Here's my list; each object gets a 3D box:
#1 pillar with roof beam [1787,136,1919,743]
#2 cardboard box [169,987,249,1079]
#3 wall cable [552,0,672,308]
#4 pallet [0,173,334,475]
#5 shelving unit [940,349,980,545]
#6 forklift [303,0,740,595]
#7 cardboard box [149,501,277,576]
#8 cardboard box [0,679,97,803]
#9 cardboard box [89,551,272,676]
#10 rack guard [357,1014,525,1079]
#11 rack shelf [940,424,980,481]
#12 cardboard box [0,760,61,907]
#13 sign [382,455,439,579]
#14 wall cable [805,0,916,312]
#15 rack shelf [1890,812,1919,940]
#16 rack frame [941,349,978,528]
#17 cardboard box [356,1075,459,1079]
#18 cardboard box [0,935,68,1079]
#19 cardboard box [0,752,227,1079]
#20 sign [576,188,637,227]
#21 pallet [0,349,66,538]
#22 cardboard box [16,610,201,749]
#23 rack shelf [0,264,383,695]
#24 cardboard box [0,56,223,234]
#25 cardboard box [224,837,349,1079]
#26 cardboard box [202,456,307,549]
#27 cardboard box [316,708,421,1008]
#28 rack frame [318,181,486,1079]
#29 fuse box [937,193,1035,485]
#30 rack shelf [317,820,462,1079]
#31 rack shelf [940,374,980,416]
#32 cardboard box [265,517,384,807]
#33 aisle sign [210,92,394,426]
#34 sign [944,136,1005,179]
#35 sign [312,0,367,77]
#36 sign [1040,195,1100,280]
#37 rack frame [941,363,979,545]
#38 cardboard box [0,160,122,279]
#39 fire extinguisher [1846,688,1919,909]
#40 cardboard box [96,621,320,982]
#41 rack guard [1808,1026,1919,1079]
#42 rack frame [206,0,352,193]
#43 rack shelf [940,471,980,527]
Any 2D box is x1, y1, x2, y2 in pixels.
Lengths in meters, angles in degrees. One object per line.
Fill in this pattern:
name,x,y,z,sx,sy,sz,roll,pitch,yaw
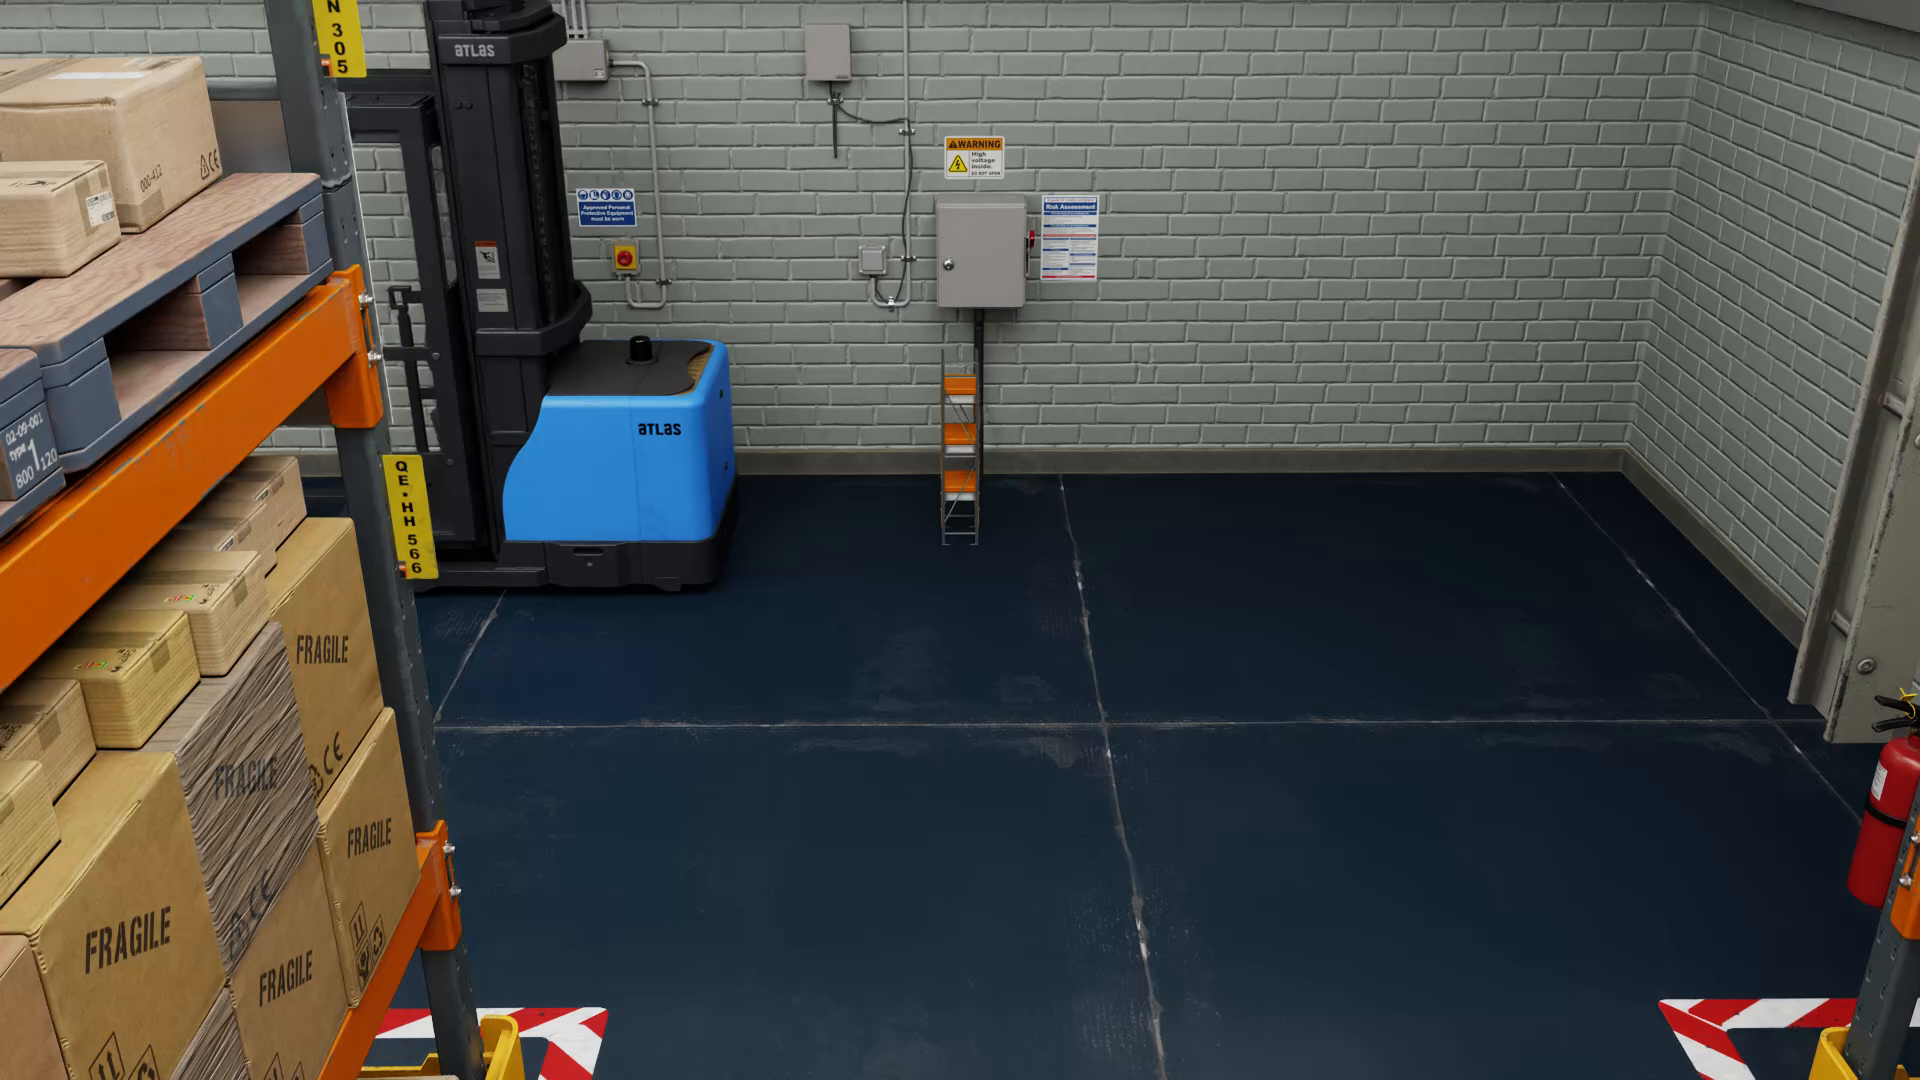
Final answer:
pillar with roof beam,-0.348,-3.274,5.570,9.100,9.000,0.400,0,24,-1
cardboard box,-1.603,1.149,2.947,0.500,0.500,0.500,0,24,1
wall cable,-1.964,-2.222,9.252,0.585,1.953,0.123,0,24,-1
pallet,-1.860,-0.442,3.055,1.003,0.211,1.213,0,24,-1
shelving unit,-0.001,-0.500,9.082,0.215,1.050,0.252,0,24,-1
forklift,-2.766,-1.261,8.482,3.031,2.935,1.130,0,24,0
cardboard box,-1.648,0.033,3.414,0.380,0.149,0.250,0,24,0
cardboard box,-1.667,0.351,2.711,0.380,0.149,0.250,0,24,-1
cardboard box,-1.561,0.139,3.180,0.380,0.149,0.250,0,24,-1
rack guard,-1.879,1.708,4.868,1.175,0.500,0.348,0,24,-1
rack shelf,-0.001,-0.491,9.087,0.215,0.259,0.240,0,24,-1
cardboard box,-1.606,0.455,2.483,0.380,0.149,0.250,0,24,1
sign,-1.336,-0.054,4.036,0.100,0.325,0.005,0,24,-1
wall cable,-0.545,-2.219,9.283,0.588,1.984,0.122,0,24,-1
rack shelf,3.107,1.707,2.709,1.077,0.370,4.000,0,24,-1
rack frame,-0.002,-0.551,9.194,0.200,1.050,0.008,0,24,-1
cardboard box,-1.771,1.826,4.172,0.875,0.438,0.875,-1,24,-2
cardboard box,-1.594,0.901,2.282,0.500,0.500,0.500,0,24,-1
cardboard box,-1.598,0.694,2.741,0.500,0.500,0.500,0,24,-1
sign,-2.012,-1.893,9.467,0.327,0.218,0.001,0,24,-1
pallet,-1.844,0.062,1.941,1.003,0.211,1.213,0,24,-1
cardboard box,-1.599,0.243,2.950,0.380,0.149,0.250,0,24,1
rack shelf,-1.857,0.364,2.038,1.077,0.370,4.000,0,24,-1
cardboard box,-1.784,-0.772,3.227,0.500,0.250,0.500,-2,24,-5
cardboard box,-1.618,0.938,3.416,0.500,0.500,0.500,-1,24,-2
cardboard box,-1.674,-0.071,3.645,0.380,0.149,0.250,0,24,0
cardboard box,-1.609,0.731,3.873,0.500,0.500,0.500,0,24,0
rack frame,-1.879,0.579,4.331,1.000,3.000,0.127,0,24,-1
fuse box,0.139,-1.107,9.621,0.539,1.711,0.414,0,24,-1
rack shelf,-1.857,1.731,2.657,1.077,0.370,4.000,0,24,-1
rack shelf,-0.001,-0.749,8.970,0.215,0.259,0.240,0,24,-1
cardboard box,-1.635,0.275,3.667,0.500,0.500,0.500,1,24,1
aisle sign,-1.569,-0.637,3.863,0.394,0.787,0.004,0,24,-1
sign,0.081,-2.155,9.374,0.339,0.242,0.001,0,24,-1
sign,-1.336,-1.152,3.539,0.100,0.325,0.005,0,24,-1
sign,0.630,-1.738,9.569,0.329,0.494,0.001,0,24,-1
rack frame,0.001,-0.450,8.971,0.200,1.050,0.008,0,24,-1
cardboard box,-1.699,-0.553,2.867,0.380,0.149,0.250,-2,24,-5
fire extinguisher,2.621,0.701,4.606,0.296,0.674,0.183,0,24,-1
cardboard box,-1.600,0.490,3.191,0.500,0.500,0.500,0,24,0
rack guard,3.086,1.725,4.829,1.175,0.500,0.348,0,24,-1
rack frame,-1.879,-2.155,3.094,1.000,3.000,0.127,0,24,-1
rack shelf,-0.001,-0.238,9.201,0.215,0.259,0.240,0,24,-1
